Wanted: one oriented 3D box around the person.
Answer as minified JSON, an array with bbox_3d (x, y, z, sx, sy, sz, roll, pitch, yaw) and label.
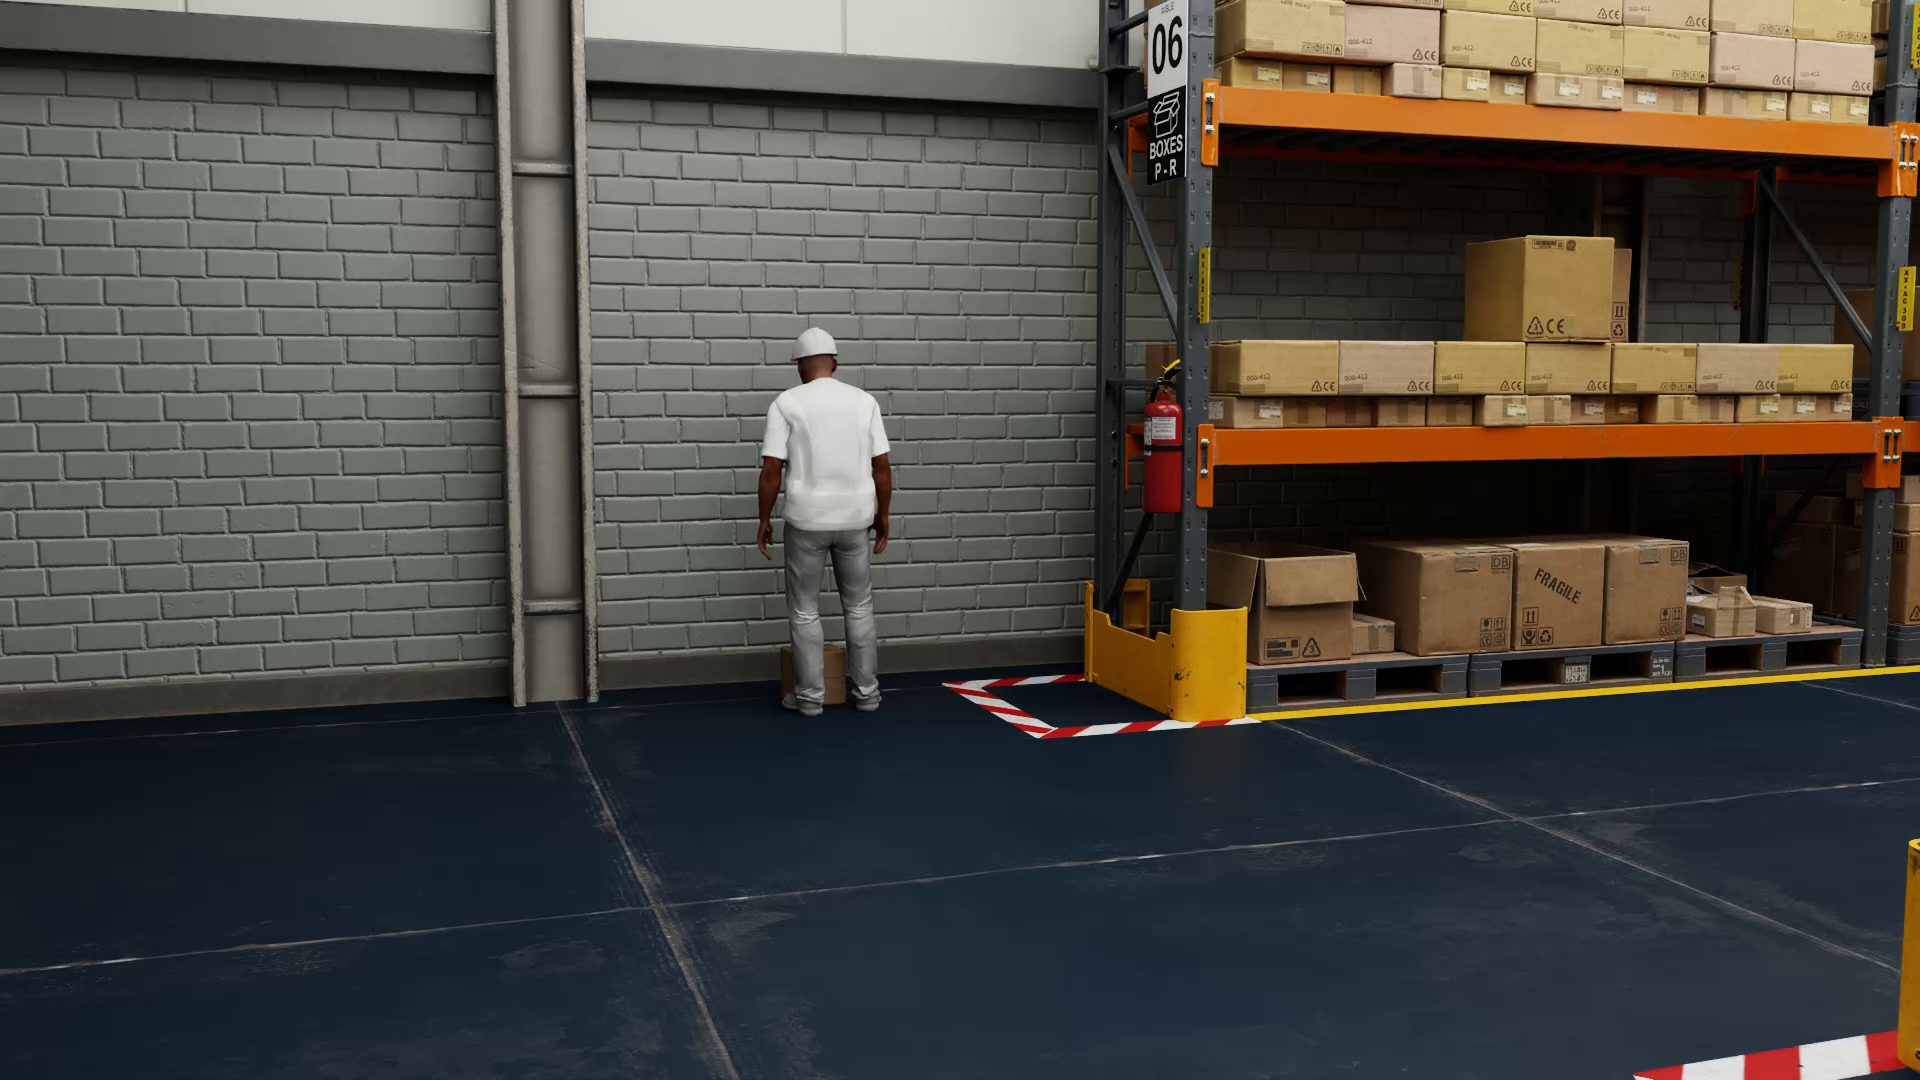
[{"bbox_3d":[-0.619,-0.089,7.628,0.638,1.761,0.459,-2,6,-21],"label":"person"}]
